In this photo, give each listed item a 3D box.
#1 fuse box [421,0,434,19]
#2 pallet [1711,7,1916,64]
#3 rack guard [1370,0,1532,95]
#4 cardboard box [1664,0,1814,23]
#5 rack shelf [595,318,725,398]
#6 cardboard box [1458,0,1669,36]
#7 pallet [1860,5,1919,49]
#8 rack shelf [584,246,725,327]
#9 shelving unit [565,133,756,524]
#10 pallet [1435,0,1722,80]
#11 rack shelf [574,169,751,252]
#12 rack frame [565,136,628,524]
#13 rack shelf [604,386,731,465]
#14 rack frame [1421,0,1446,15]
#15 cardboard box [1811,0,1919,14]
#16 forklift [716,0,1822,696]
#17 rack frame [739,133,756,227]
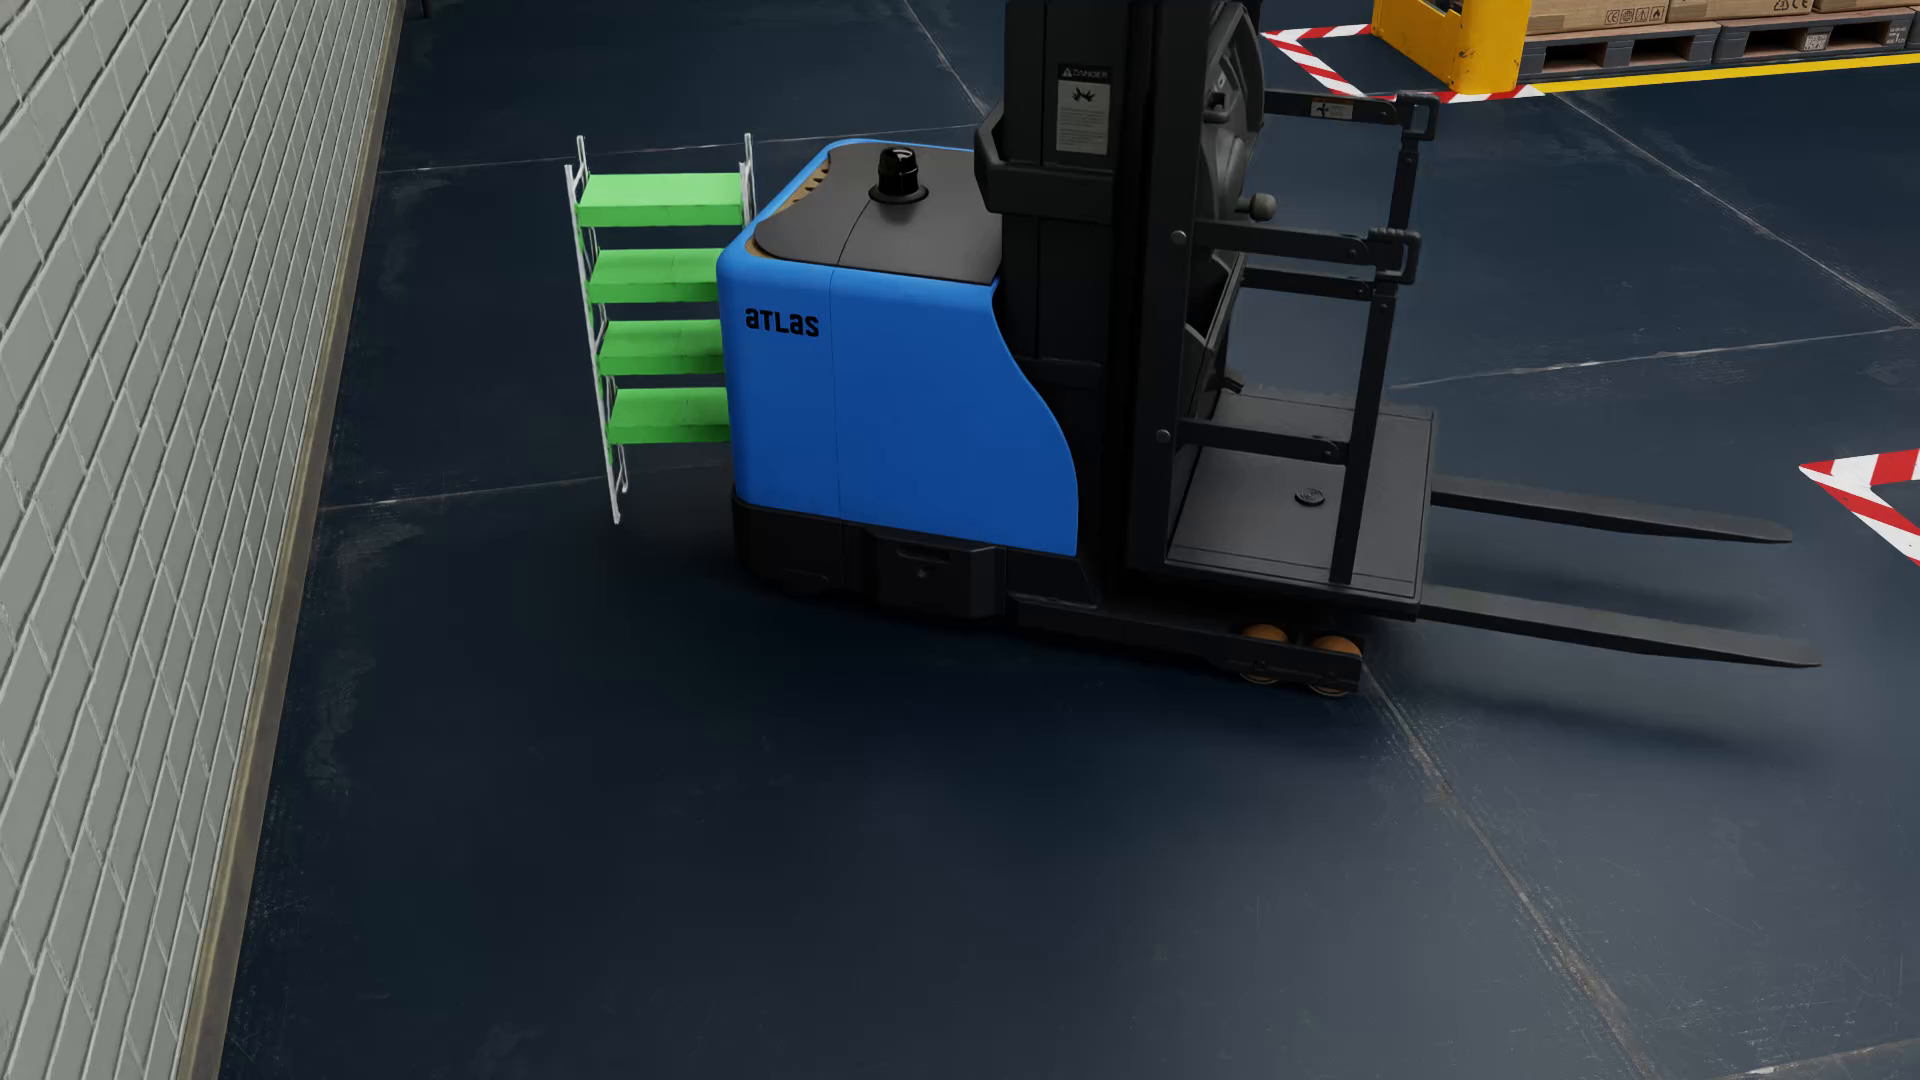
[{"bbox_3d":[-3.132,-3.835,9.429,0.414,1.711,0.539,-7,35,-11],"label":"fuse box"},{"bbox_3d":[4.634,-3.047,9.601,1.213,0.211,1.003,-7,35,-11],"label":"pallet"},{"bbox_3d":[2.661,-2.875,9.086,0.348,0.500,1.175,-7,35,-11],"label":"rack guard"},{"bbox_3d":[4.197,-3.279,9.367,0.875,0.438,0.875,-6,34,-9],"label":"cardboard box"},{"bbox_3d":[-0.861,-0.568,5.134,0.480,0.148,0.258,-1,34,-2],"label":"rack shelf"},{"bbox_3d":[3.306,-3.162,9.193,0.875,0.438,0.875,-8,35,-12],"label":"cardboard box"},{"bbox_3d":[5.827,-3.199,9.828,1.213,0.211,1.003,-7,35,-11],"label":"pallet"},{"bbox_3d":[-0.861,-0.767,5.000,0.480,0.148,0.258,-1,34,-2],"label":"rack shelf"},{"bbox_3d":[-0.861,-0.621,5.098,0.503,1.200,0.258,-1,34,-2],"label":"shelving unit"},{"bbox_3d":[3.447,-2.899,9.381,1.213,0.211,1.003,-7,35,-11],"label":"pallet"},{"bbox_3d":[-0.861,-0.966,4.866,0.480,0.148,0.258,-1,34,-2],"label":"rack shelf"},{"bbox_3d":[-1.105,-0.616,5.091,0.015,1.200,0.240,-1,34,-2],"label":"rack frame"},{"bbox_3d":[-0.861,-0.368,5.268,0.480,0.148,0.258,-1,34,-2],"label":"rack shelf"},{"bbox_3d":[2.684,-3.916,8.394,0.127,3.000,1.000,-7,35,-11],"label":"rack frame"},{"bbox_3d":[5.077,-3.389,9.531,0.875,0.438,0.875,-8,35,-12],"label":"cardboard box"},{"bbox_3d":[0.897,-1.115,4.282,3.031,2.935,1.130,9,35,13],"label":"forklift"},{"bbox_3d":[-0.617,-0.626,5.106,0.015,1.200,0.240,-1,34,-2],"label":"rack frame"}]
